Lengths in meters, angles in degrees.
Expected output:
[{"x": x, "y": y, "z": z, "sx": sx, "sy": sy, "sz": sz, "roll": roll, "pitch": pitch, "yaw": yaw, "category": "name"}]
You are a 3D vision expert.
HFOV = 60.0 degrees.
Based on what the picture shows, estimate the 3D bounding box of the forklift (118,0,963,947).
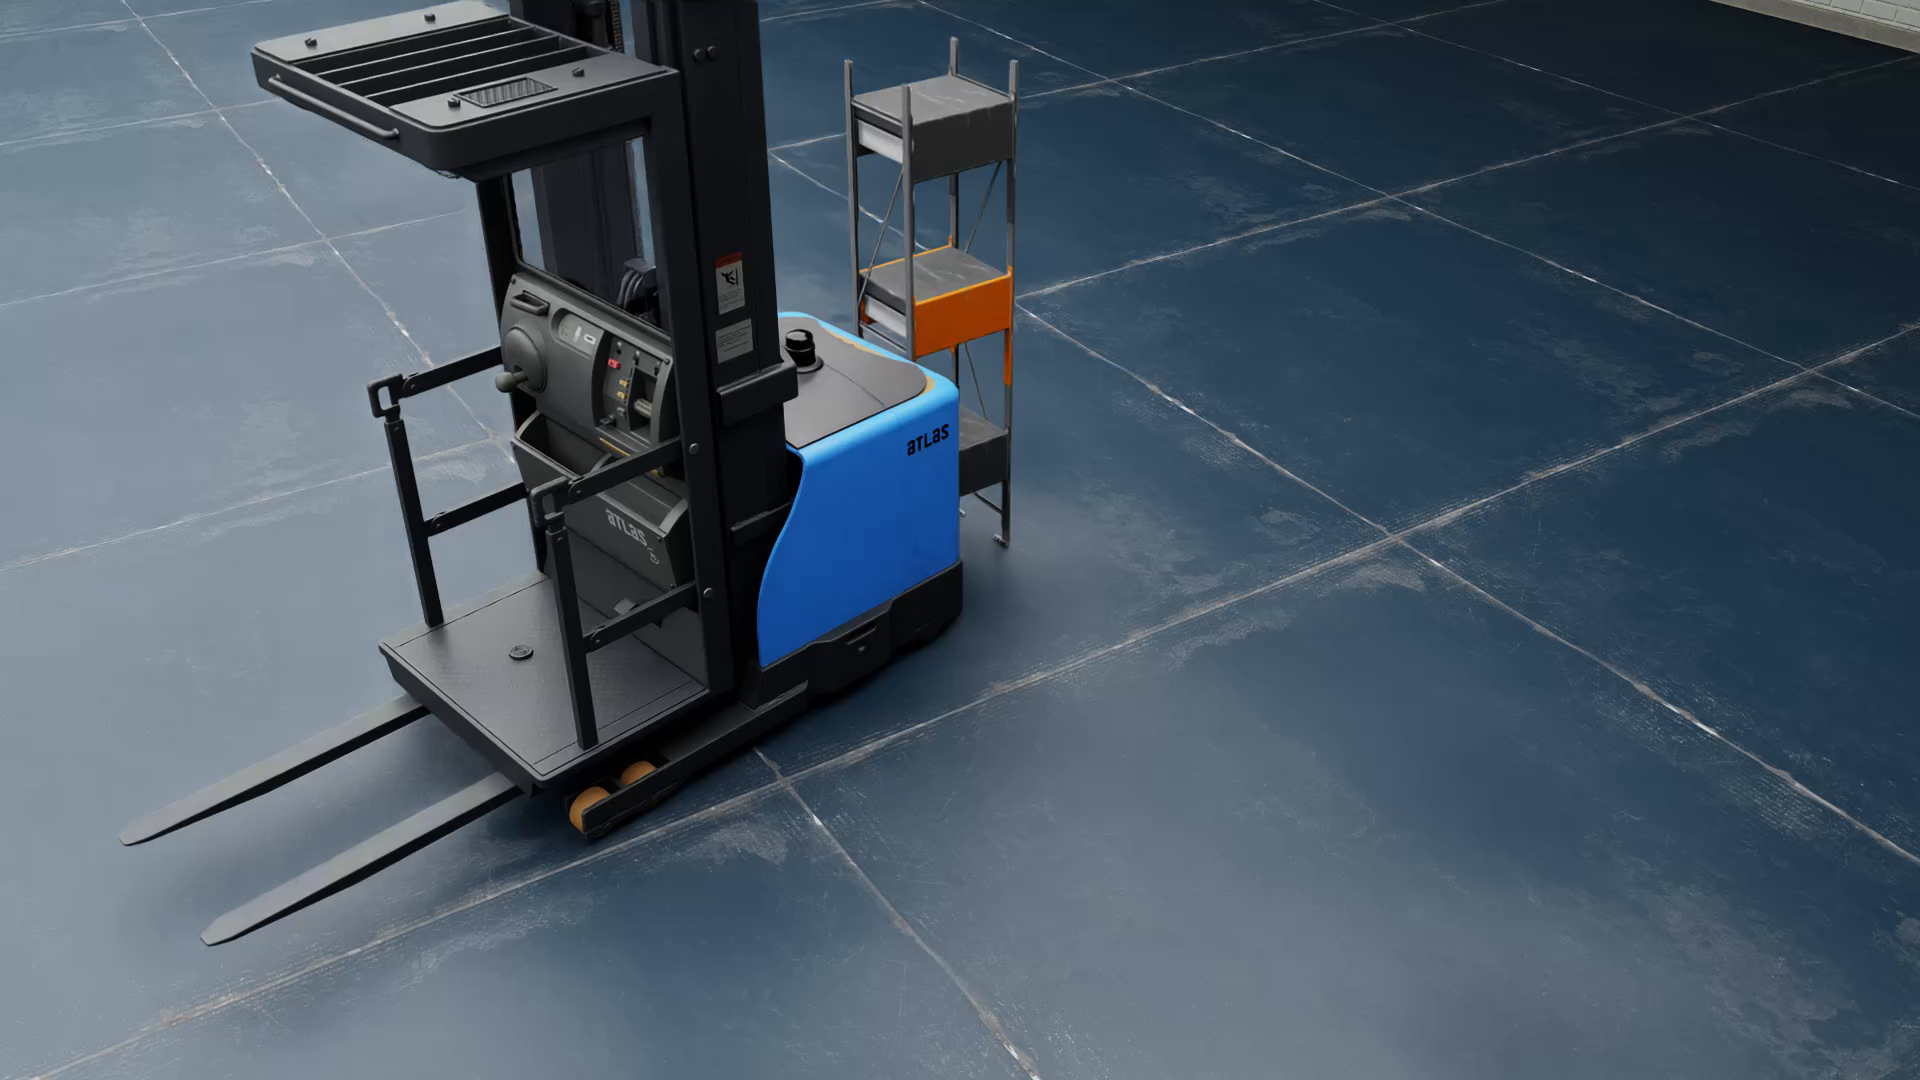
[{"x": -1.388, "y": -0.543, "z": 5.364, "sx": 3.031, "sy": 2.935, "sz": 1.130, "roll": -28, "pitch": 42, "yaw": -37, "category": "forklift"}]

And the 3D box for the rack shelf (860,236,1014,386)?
[{"x": -0.106, "y": -0.859, "z": 6.670, "sx": 0.480, "sy": 0.518, "sz": 0.431, "roll": -22, "pitch": 38, "yaw": -31, "category": "rack shelf"}]

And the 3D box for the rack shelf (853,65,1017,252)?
[{"x": -0.106, "y": -1.452, "z": 6.297, "sx": 0.480, "sy": 0.518, "sz": 0.431, "roll": -22, "pitch": 38, "yaw": -31, "category": "rack shelf"}]

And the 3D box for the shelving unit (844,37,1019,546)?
[{"x": -0.106, "y": -0.871, "z": 6.663, "sx": 0.503, "sy": 2.100, "sz": 0.431, "roll": -22, "pitch": 38, "yaw": -31, "category": "shelving unit"}]

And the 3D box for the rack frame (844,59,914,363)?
[{"x": -0.301, "y": -0.793, "z": 6.538, "sx": 0.015, "sy": 2.100, "sz": 0.400, "roll": -22, "pitch": 38, "yaw": -31, "category": "rack frame"}]

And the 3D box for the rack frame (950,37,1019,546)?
[{"x": 0.089, "y": -0.949, "z": 6.787, "sx": 0.015, "sy": 2.100, "sz": 0.400, "roll": -22, "pitch": 38, "yaw": -31, "category": "rack frame"}]

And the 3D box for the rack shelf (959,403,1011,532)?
[{"x": -0.106, "y": -0.267, "z": 7.043, "sx": 0.480, "sy": 0.518, "sz": 0.431, "roll": -22, "pitch": 38, "yaw": -31, "category": "rack shelf"}]
